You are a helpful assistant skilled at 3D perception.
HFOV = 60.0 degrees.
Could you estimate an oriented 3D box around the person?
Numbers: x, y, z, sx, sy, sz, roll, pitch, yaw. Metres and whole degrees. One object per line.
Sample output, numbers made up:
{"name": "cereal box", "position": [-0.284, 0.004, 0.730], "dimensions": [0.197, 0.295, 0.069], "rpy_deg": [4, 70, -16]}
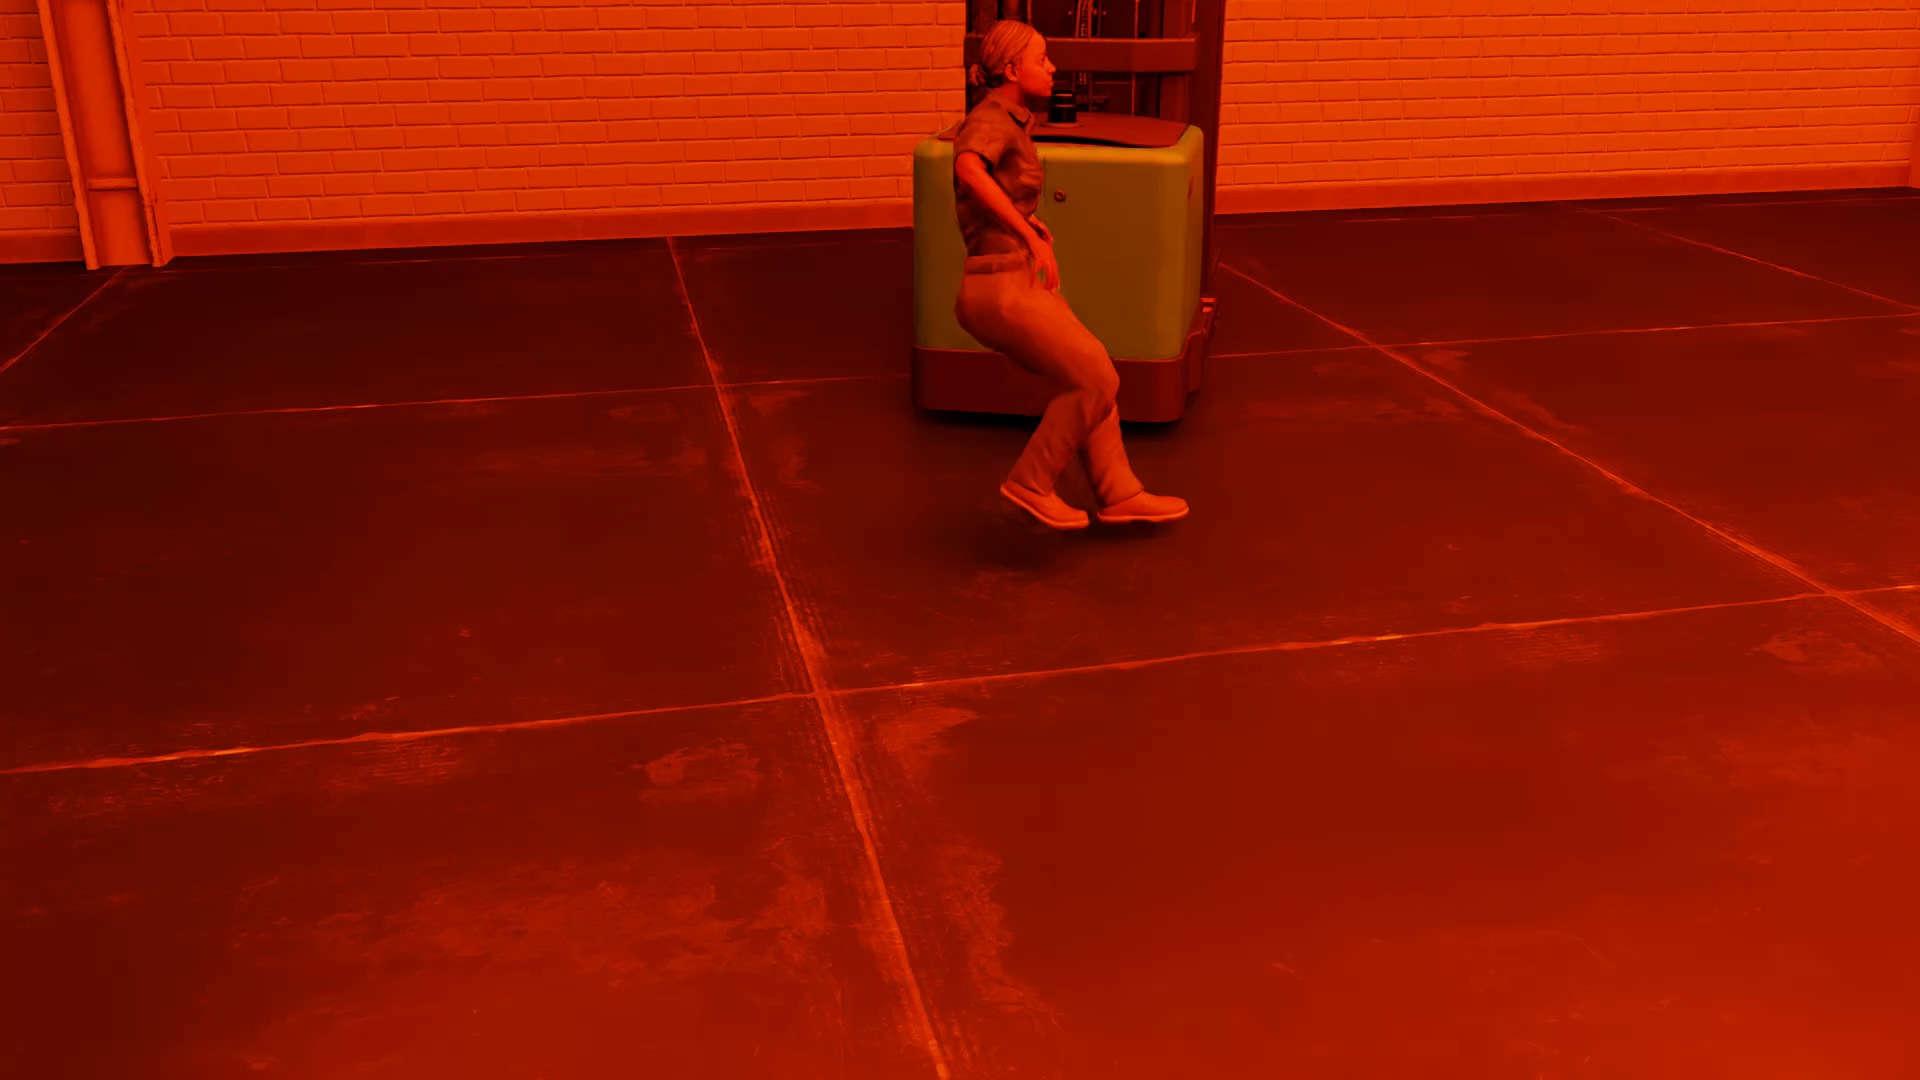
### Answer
{"name": "person", "position": [0.336, -0.758, 5.002], "dimensions": [0.770, 1.541, 0.935], "rpy_deg": [3, 21, 7]}

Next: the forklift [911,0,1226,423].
{"name": "forklift", "position": [0.618, -2.302, 7.213], "dimensions": [1.130, 2.935, 3.031], "rpy_deg": [4, 21, 11]}
